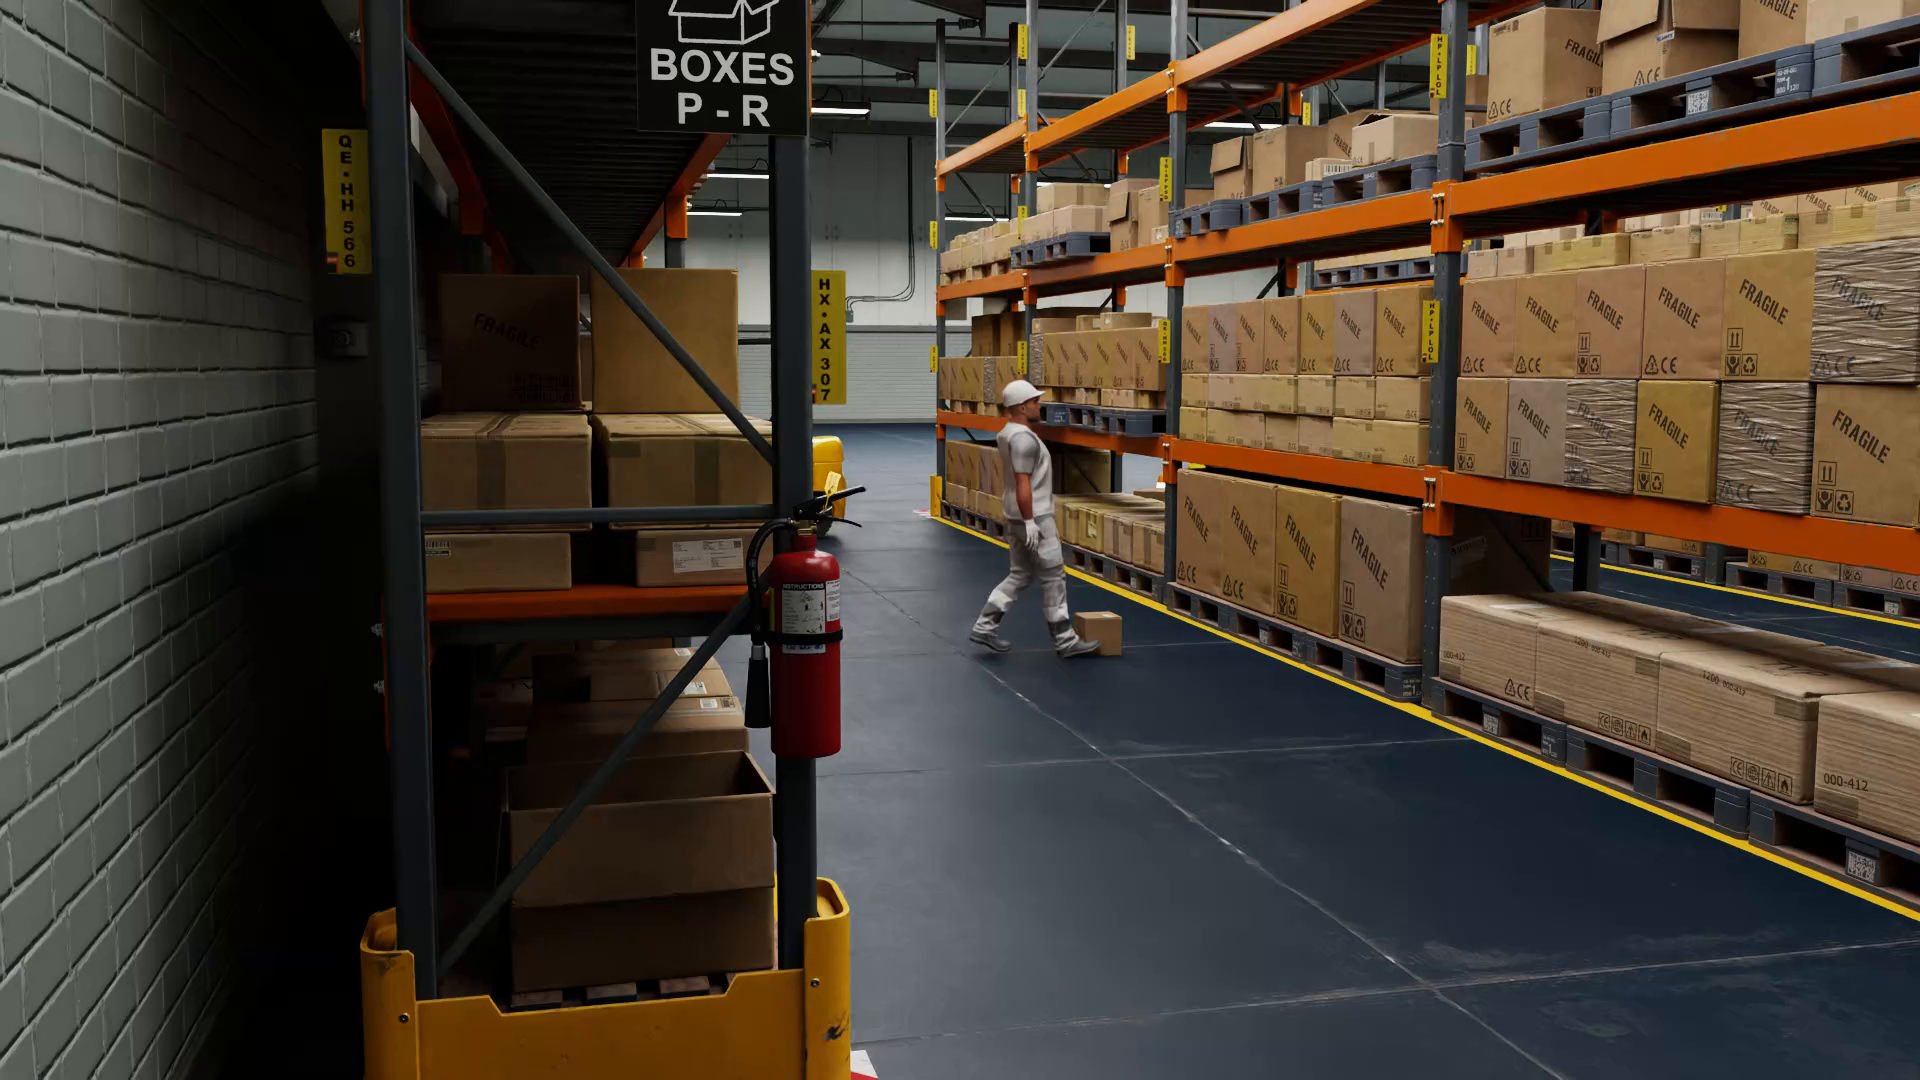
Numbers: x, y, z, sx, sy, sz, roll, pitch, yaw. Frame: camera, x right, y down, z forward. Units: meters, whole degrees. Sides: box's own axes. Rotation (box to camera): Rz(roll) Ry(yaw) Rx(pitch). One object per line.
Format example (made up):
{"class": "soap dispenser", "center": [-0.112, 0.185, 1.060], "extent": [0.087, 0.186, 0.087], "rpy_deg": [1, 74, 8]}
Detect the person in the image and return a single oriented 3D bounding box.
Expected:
{"class": "person", "center": [0.483, -0.129, 10.628], "extent": [0.819, 1.781, 0.554], "rpy_deg": [-1, 6, -13]}
